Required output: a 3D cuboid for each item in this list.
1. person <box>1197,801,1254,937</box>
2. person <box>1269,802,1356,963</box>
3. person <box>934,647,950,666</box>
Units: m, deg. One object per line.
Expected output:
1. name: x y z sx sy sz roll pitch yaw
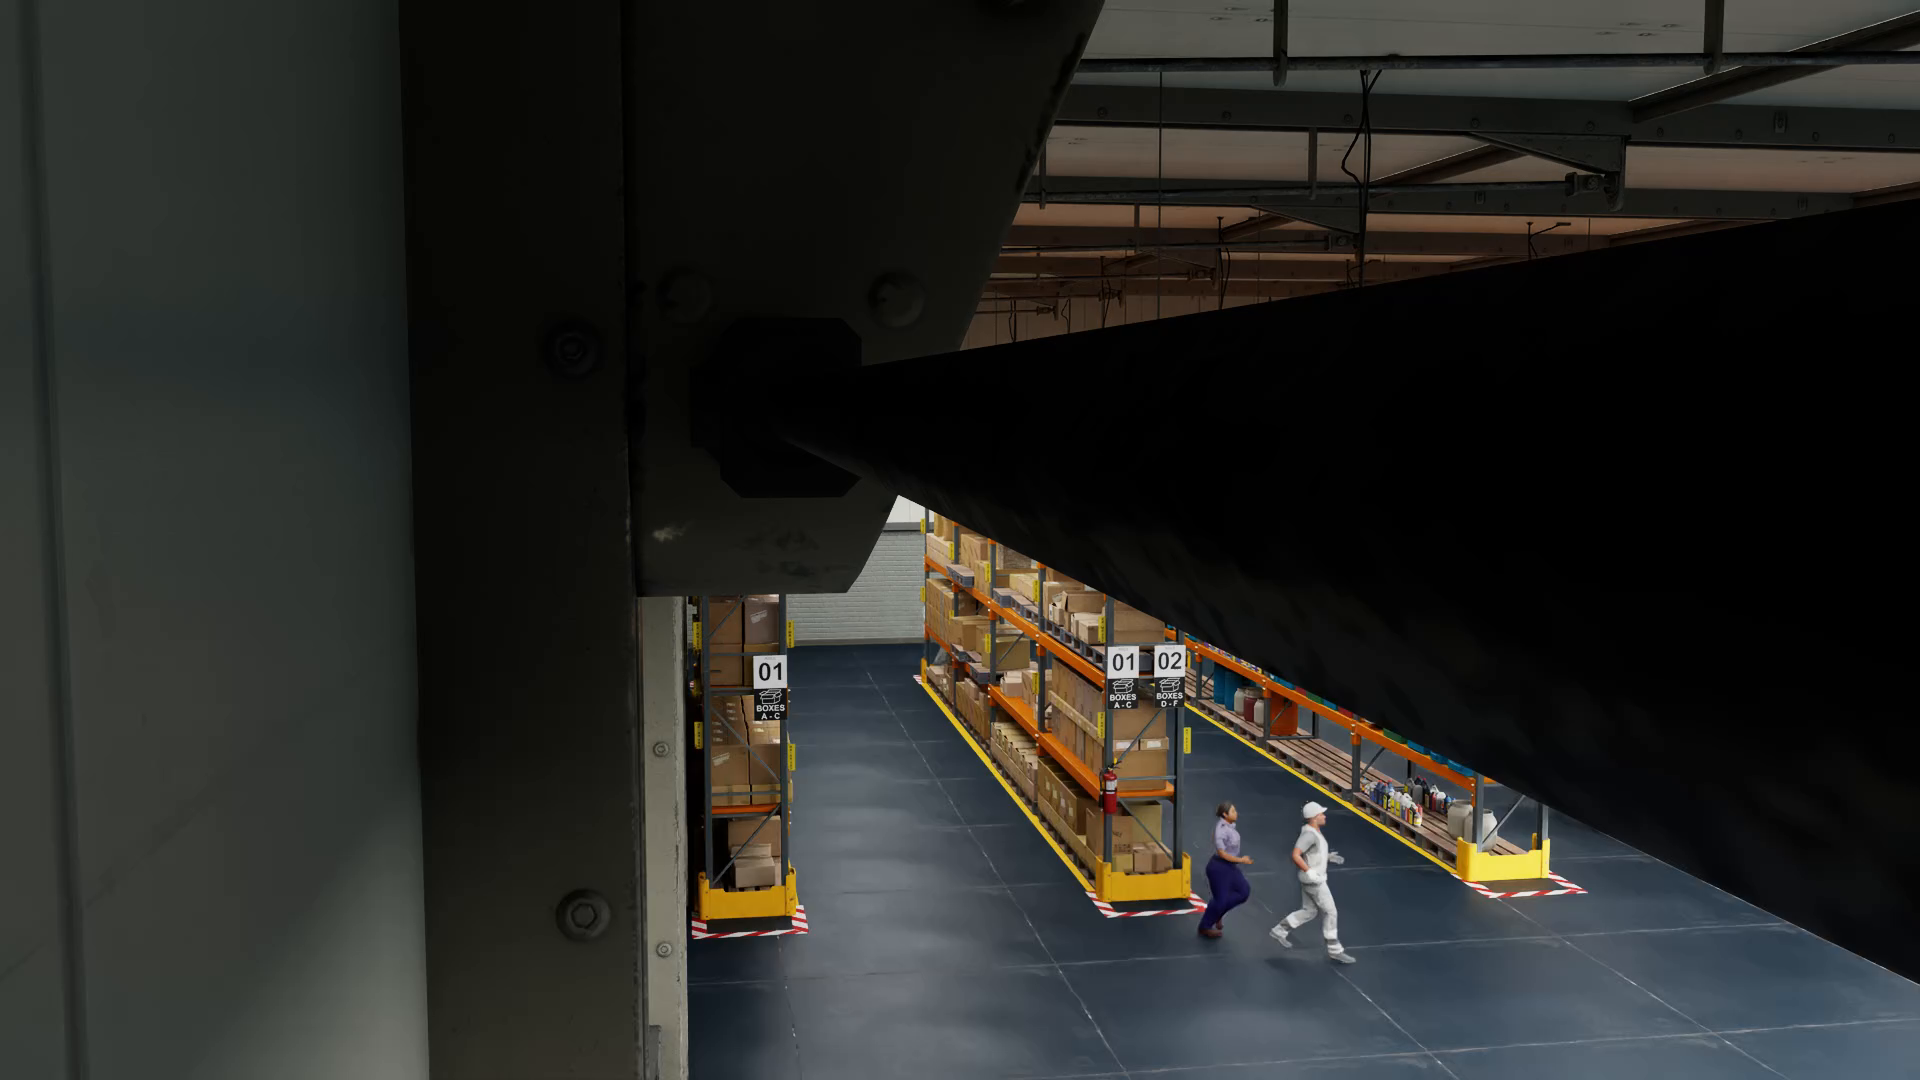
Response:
1. person: 3.106 3.829 19.342 0.666 1.589 0.584 2 5 22
2. person: 3.942 3.801 18.545 0.951 1.775 0.682 1 5 9
3. person: -0.331 2.134 38.051 0.674 1.779 0.664 1 5 12
